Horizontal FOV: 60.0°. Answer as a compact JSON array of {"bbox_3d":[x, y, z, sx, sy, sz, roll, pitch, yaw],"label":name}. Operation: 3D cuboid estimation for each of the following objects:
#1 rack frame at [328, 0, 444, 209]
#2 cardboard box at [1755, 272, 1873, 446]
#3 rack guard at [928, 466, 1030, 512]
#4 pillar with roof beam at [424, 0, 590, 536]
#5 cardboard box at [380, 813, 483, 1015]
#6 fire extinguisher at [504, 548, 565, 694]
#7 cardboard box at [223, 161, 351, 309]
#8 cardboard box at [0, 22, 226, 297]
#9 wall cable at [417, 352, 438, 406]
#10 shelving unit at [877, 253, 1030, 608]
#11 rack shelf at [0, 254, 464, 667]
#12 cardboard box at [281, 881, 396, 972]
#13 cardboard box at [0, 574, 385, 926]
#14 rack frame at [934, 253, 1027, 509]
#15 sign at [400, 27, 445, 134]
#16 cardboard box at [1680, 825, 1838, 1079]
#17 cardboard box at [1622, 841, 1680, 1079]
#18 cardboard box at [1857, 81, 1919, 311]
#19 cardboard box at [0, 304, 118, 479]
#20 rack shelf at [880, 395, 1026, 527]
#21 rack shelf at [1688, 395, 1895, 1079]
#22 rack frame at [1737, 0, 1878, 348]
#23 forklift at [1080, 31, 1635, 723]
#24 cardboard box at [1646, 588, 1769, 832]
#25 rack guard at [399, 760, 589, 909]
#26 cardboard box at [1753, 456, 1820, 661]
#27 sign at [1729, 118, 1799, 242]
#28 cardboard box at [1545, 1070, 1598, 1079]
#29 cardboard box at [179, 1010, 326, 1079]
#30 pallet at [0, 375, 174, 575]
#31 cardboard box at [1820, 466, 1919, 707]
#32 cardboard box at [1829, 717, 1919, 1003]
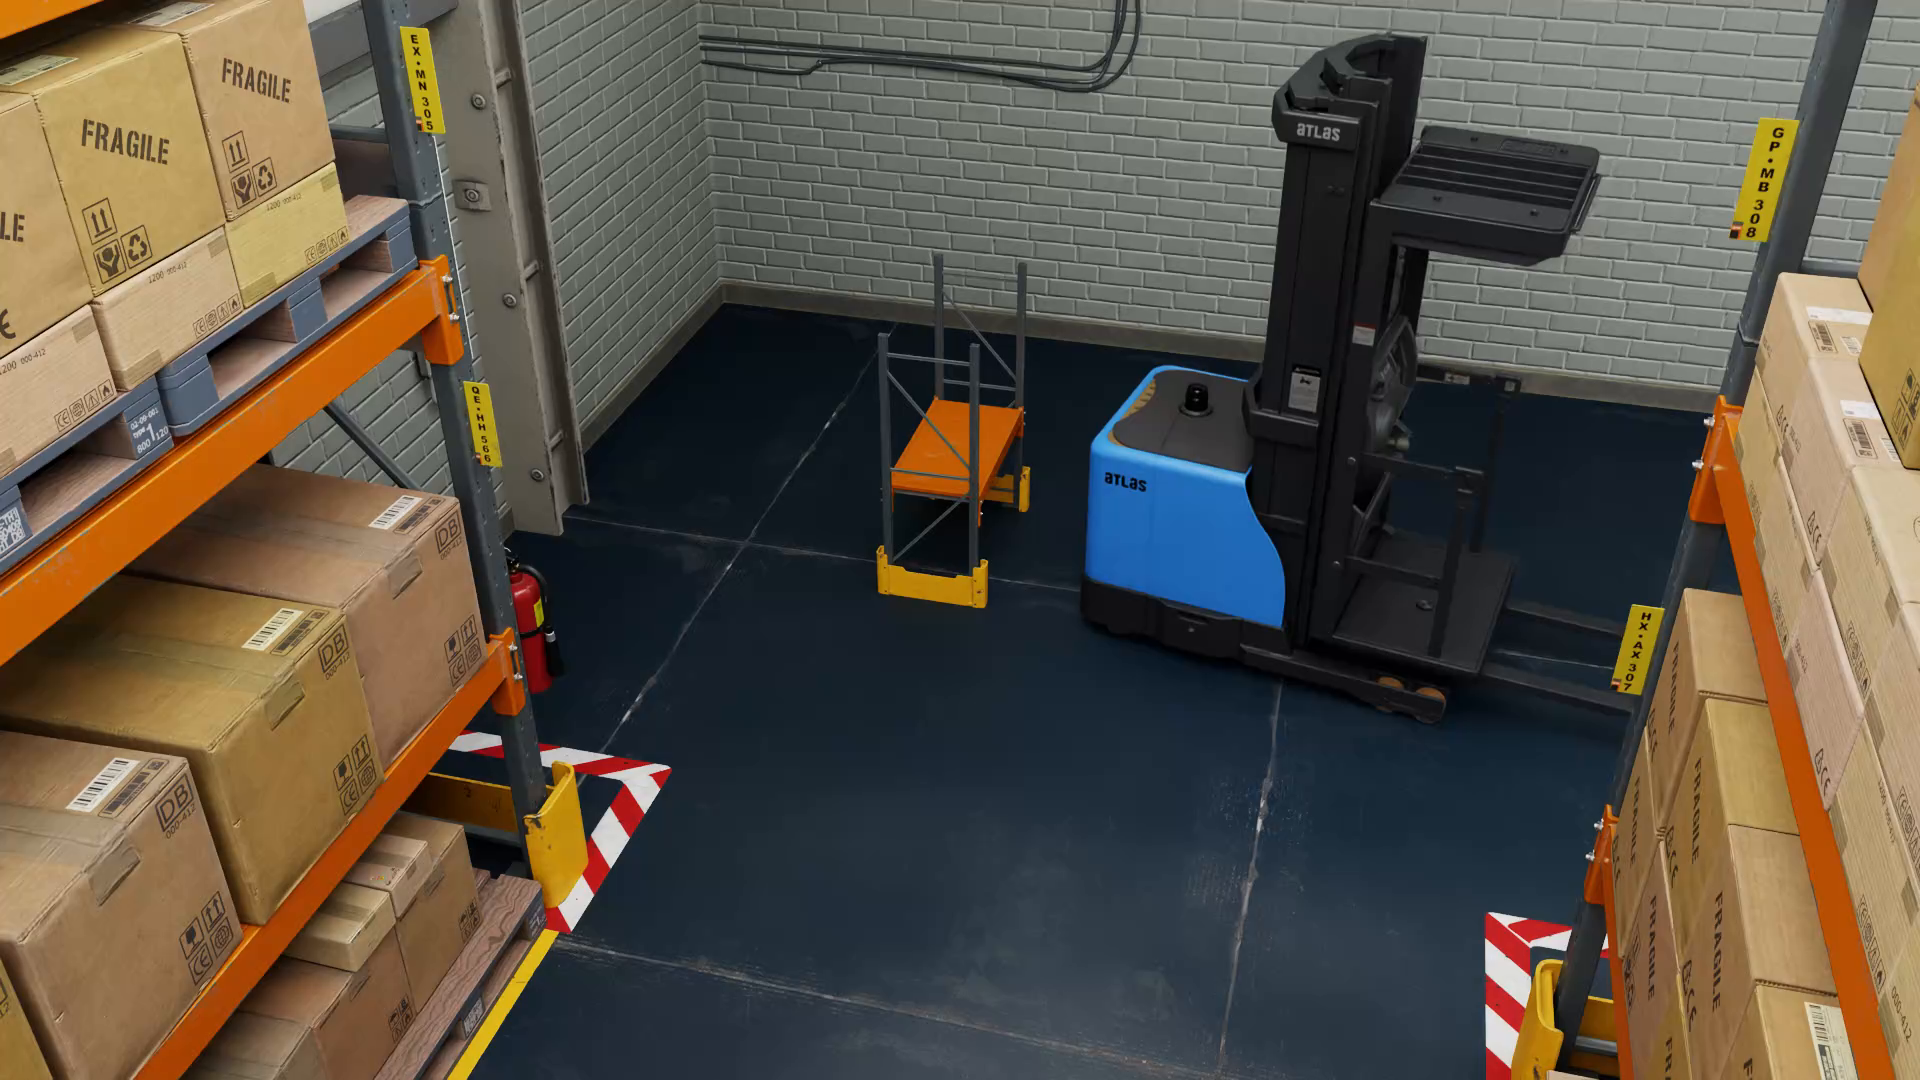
[{"bbox_3d":[-2.184,-2.425,4.677,1.000,3.000,0.127,8,33,12],"label":"rack frame"},{"bbox_3d":[2.226,-0.403,3.966,0.500,0.250,0.500,8,33,12],"label":"cardboard box"},{"bbox_3d":[0.107,-0.324,9.527,0.587,0.250,0.087,8,33,12],"label":"rack guard"},{"bbox_3d":[1.829,-3.358,6.144,9.100,9.000,0.400,8,33,12],"label":"pillar with roof beam"},{"bbox_3d":[-2.265,1.361,6.252,0.700,0.500,0.500,8,33,12],"label":"cardboard box"},{"bbox_3d":[-1.699,0.281,6.431,0.296,0.674,0.183,8,33,12],"label":"fire extinguisher"},{"bbox_3d":[-2.113,-0.899,4.728,0.500,0.250,0.500,9,34,14],"label":"cardboard box"},{"bbox_3d":[-2.243,-0.957,4.119,0.500,0.500,0.500,9,34,14],"label":"cardboard box"},{"bbox_3d":[-2.774,-1.115,7.262,0.084,1.984,1.851,8,33,12],"label":"wall cable"},{"bbox_3d":[-0.019,-0.593,8.785,0.587,1.500,1.083,8,33,12],"label":"shelving unit"},{"bbox_3d":[-2.692,0.182,4.042,1.077,0.370,4.000,8,33,12],"label":"rack shelf"},{"bbox_3d":[-2.185,1.312,5.725,0.380,0.149,0.250,9,34,14],"label":"cardboard box"},{"bbox_3d":[-2.478,0.625,5.191,0.980,0.700,0.700,8,33,12],"label":"cardboard box"},{"bbox_3d":[0.107,-0.852,9.193,0.500,1.500,0.032,8,33,12],"label":"rack frame"},{"bbox_3d":[-1.663,-1.418,5.138,0.100,0.325,0.005,8,33,12],"label":"sign"},{"bbox_3d":[1.984,1.041,3.792,0.500,0.500,0.500,8,33,13],"label":"cardboard box"},{"bbox_3d":[2.115,1.200,4.474,0.500,0.500,0.500,8,33,12],"label":"cardboard box"},{"bbox_3d":[2.494,-0.682,3.706,0.700,0.500,0.500,8,33,12],"label":"cardboard box"},{"bbox_3d":[-2.371,-0.358,3.877,0.500,0.250,0.500,7,33,11],"label":"cardboard box"},{"bbox_3d":[-0.022,-0.437,8.874,0.538,0.185,1.000,8,33,12],"label":"rack shelf"},{"bbox_3d":[2.101,0.855,2.984,1.077,0.370,4.000,8,33,12],"label":"rack shelf"},{"bbox_3d":[2.608,-1.753,3.619,1.000,3.000,0.127,8,33,12],"label":"rack frame"},{"bbox_3d":[2.175,-0.696,7.612,3.031,2.935,1.130,14,35,21],"label":"forklift"},{"bbox_3d":[2.241,0.509,4.628,0.500,0.500,0.500,9,34,14],"label":"cardboard box"},{"bbox_3d":[-2.178,1.149,6.977,1.175,0.500,0.348,8,33,12],"label":"rack guard"},{"bbox_3d":[2.093,0.066,3.694,0.500,0.250,0.500,8,33,12],"label":"cardboard box"},{"bbox_3d":[2.084,-0.929,4.305,0.100,0.325,0.005,8,33,12],"label":"sign"},{"bbox_3d":[2.170,1.967,5.607,0.380,0.149,0.250,8,33,12],"label":"cardboard box"},{"bbox_3d":[-2.519,1.882,5.432,0.700,0.500,0.500,7,33,11],"label":"cardboard box"},{"bbox_3d":[-2.670,-0.100,3.899,1.003,0.211,1.213,8,33,12],"label":"pallet"},{"bbox_3d":[1.972,0.116,3.150,0.500,0.250,0.500,8,33,12],"label":"cardboard box"},{"bbox_3d":[1.847,0.586,2.876,0.500,0.250,0.500,8,33,12],"label":"cardboard box"}]
